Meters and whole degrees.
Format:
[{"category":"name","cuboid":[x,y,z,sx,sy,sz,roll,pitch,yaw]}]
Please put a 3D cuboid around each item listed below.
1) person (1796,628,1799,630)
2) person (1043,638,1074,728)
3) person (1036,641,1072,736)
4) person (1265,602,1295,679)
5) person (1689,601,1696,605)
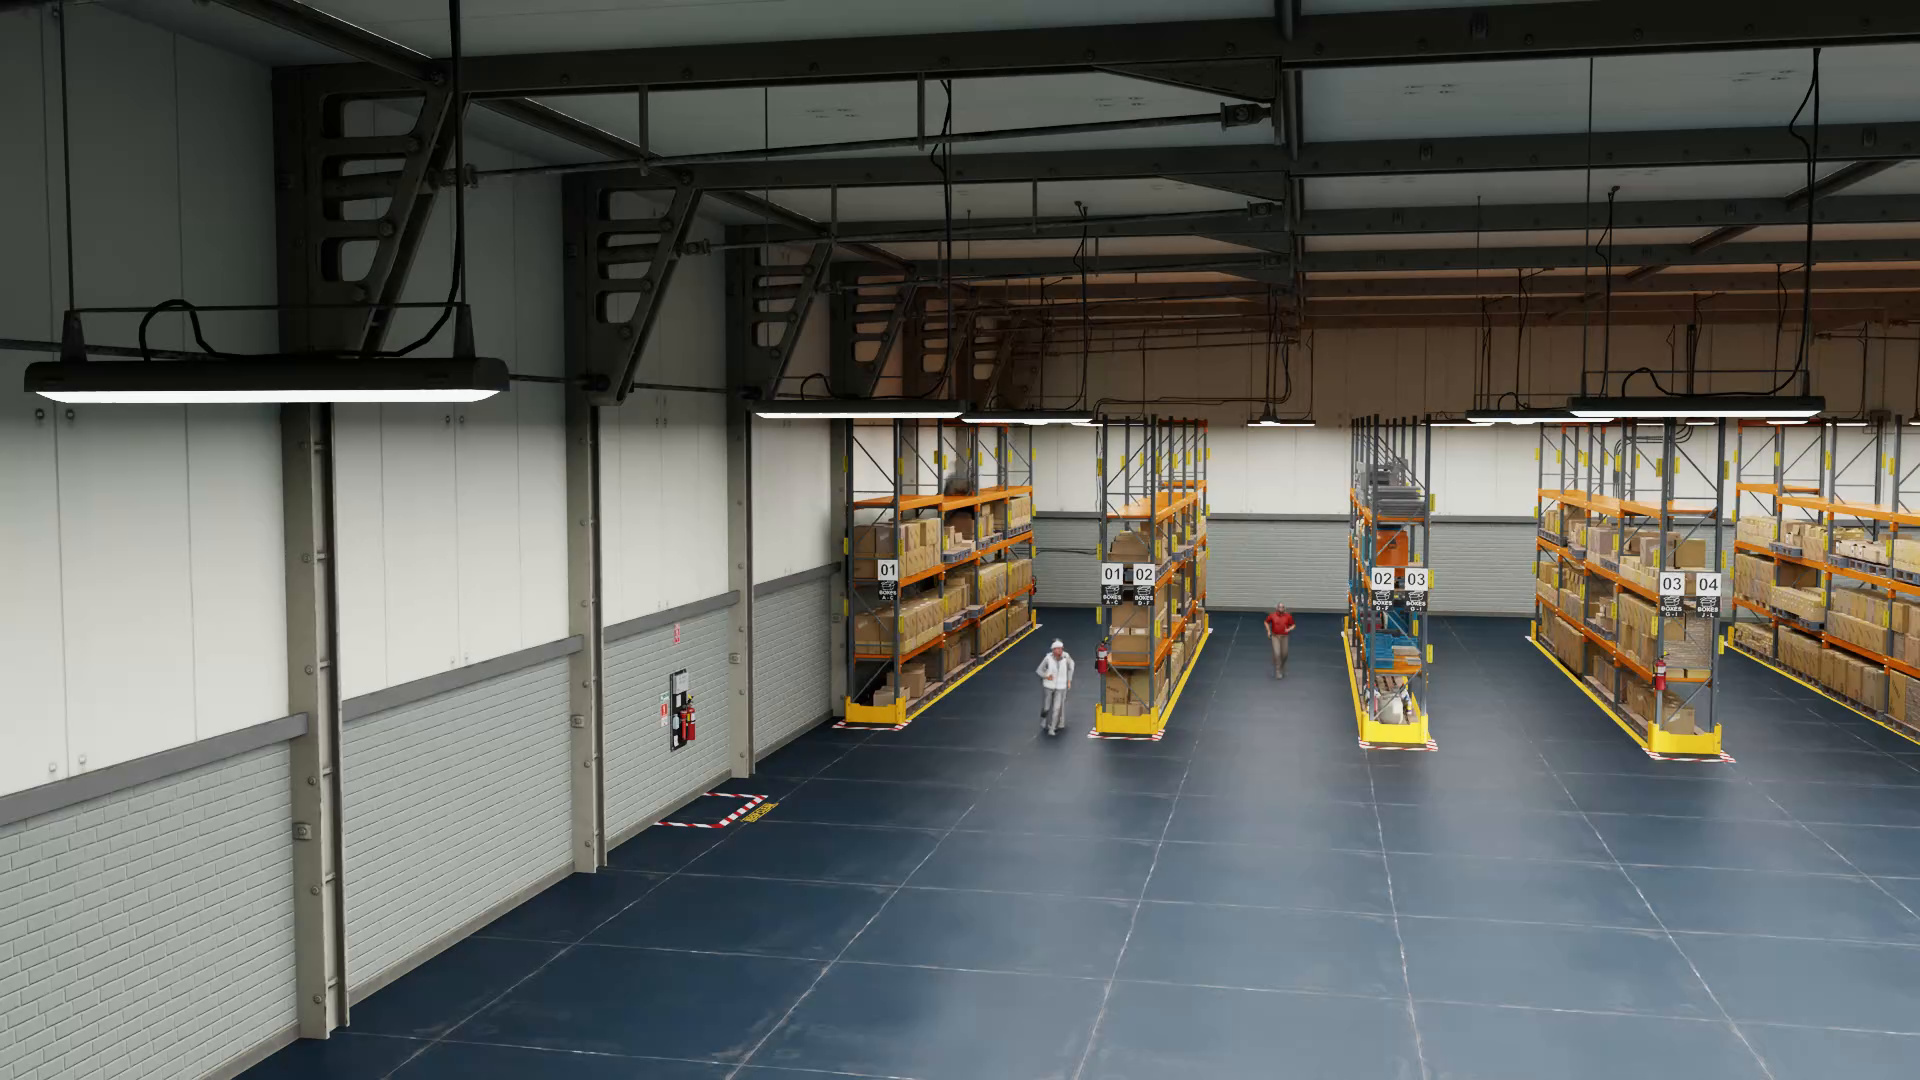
[{"category":"person","cuboid":[22.760,1.927,44.846,0.851,1.640,0.579,0,4,5]},{"category":"person","cuboid":[1.877,2.717,32.097,0.653,1.681,0.934,0,4,5]},{"category":"person","cuboid":[1.796,2.778,31.248,0.716,1.723,0.843,0,4,-6]},{"category":"person","cuboid":[7.398,2.294,38.386,0.678,1.716,0.869,0,4,0]},{"category":"person","cuboid":[20.091,1.871,45.129,0.745,1.693,0.717,-1,4,-21]}]
